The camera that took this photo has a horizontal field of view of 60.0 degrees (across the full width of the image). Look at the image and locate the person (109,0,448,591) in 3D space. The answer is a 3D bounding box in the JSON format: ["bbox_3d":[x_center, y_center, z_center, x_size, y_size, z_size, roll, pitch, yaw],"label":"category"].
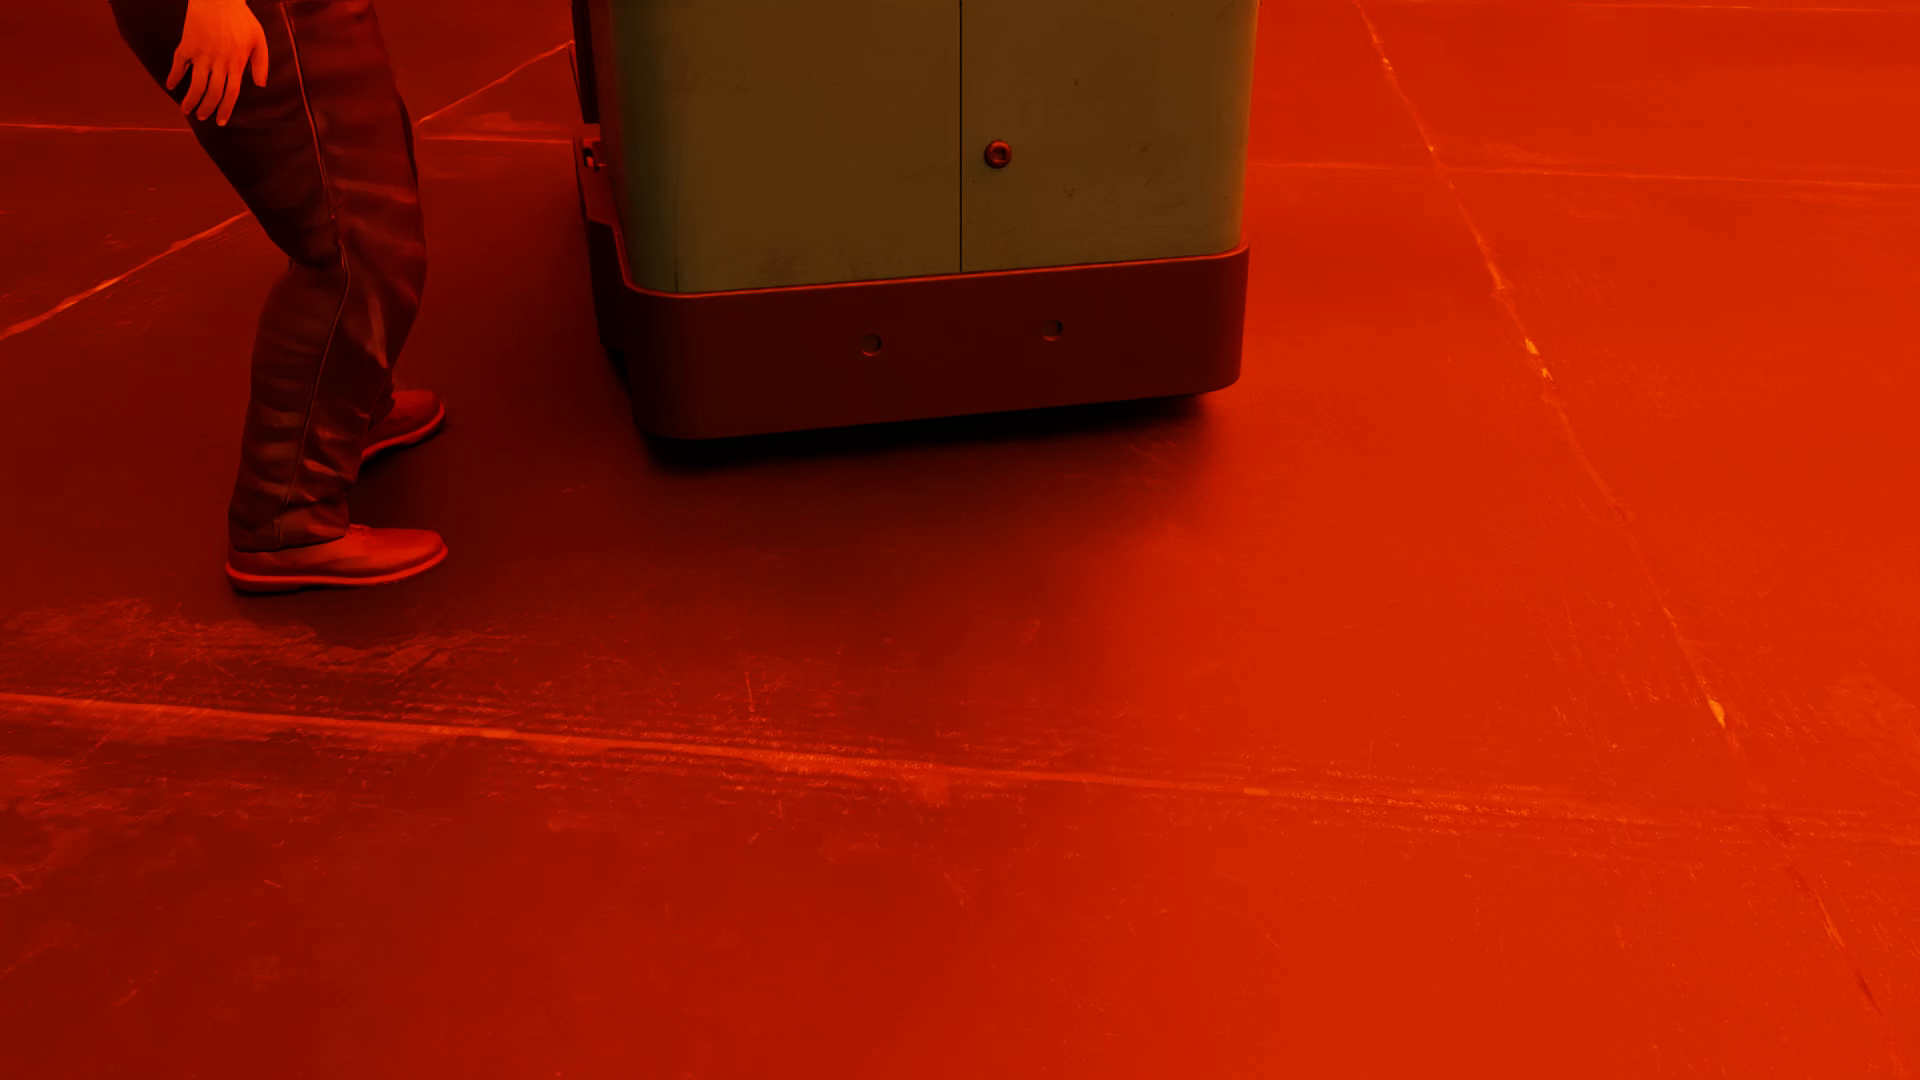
[{"bbox_3d":[-0.925,-0.746,2.198,0.378,1.624,0.816,-11,29,-21],"label":"person"}]

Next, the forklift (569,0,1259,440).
[{"bbox_3d":[-0.356,-2.109,3.444,1.130,2.935,3.031,-6,27,-12],"label":"forklift"}]
